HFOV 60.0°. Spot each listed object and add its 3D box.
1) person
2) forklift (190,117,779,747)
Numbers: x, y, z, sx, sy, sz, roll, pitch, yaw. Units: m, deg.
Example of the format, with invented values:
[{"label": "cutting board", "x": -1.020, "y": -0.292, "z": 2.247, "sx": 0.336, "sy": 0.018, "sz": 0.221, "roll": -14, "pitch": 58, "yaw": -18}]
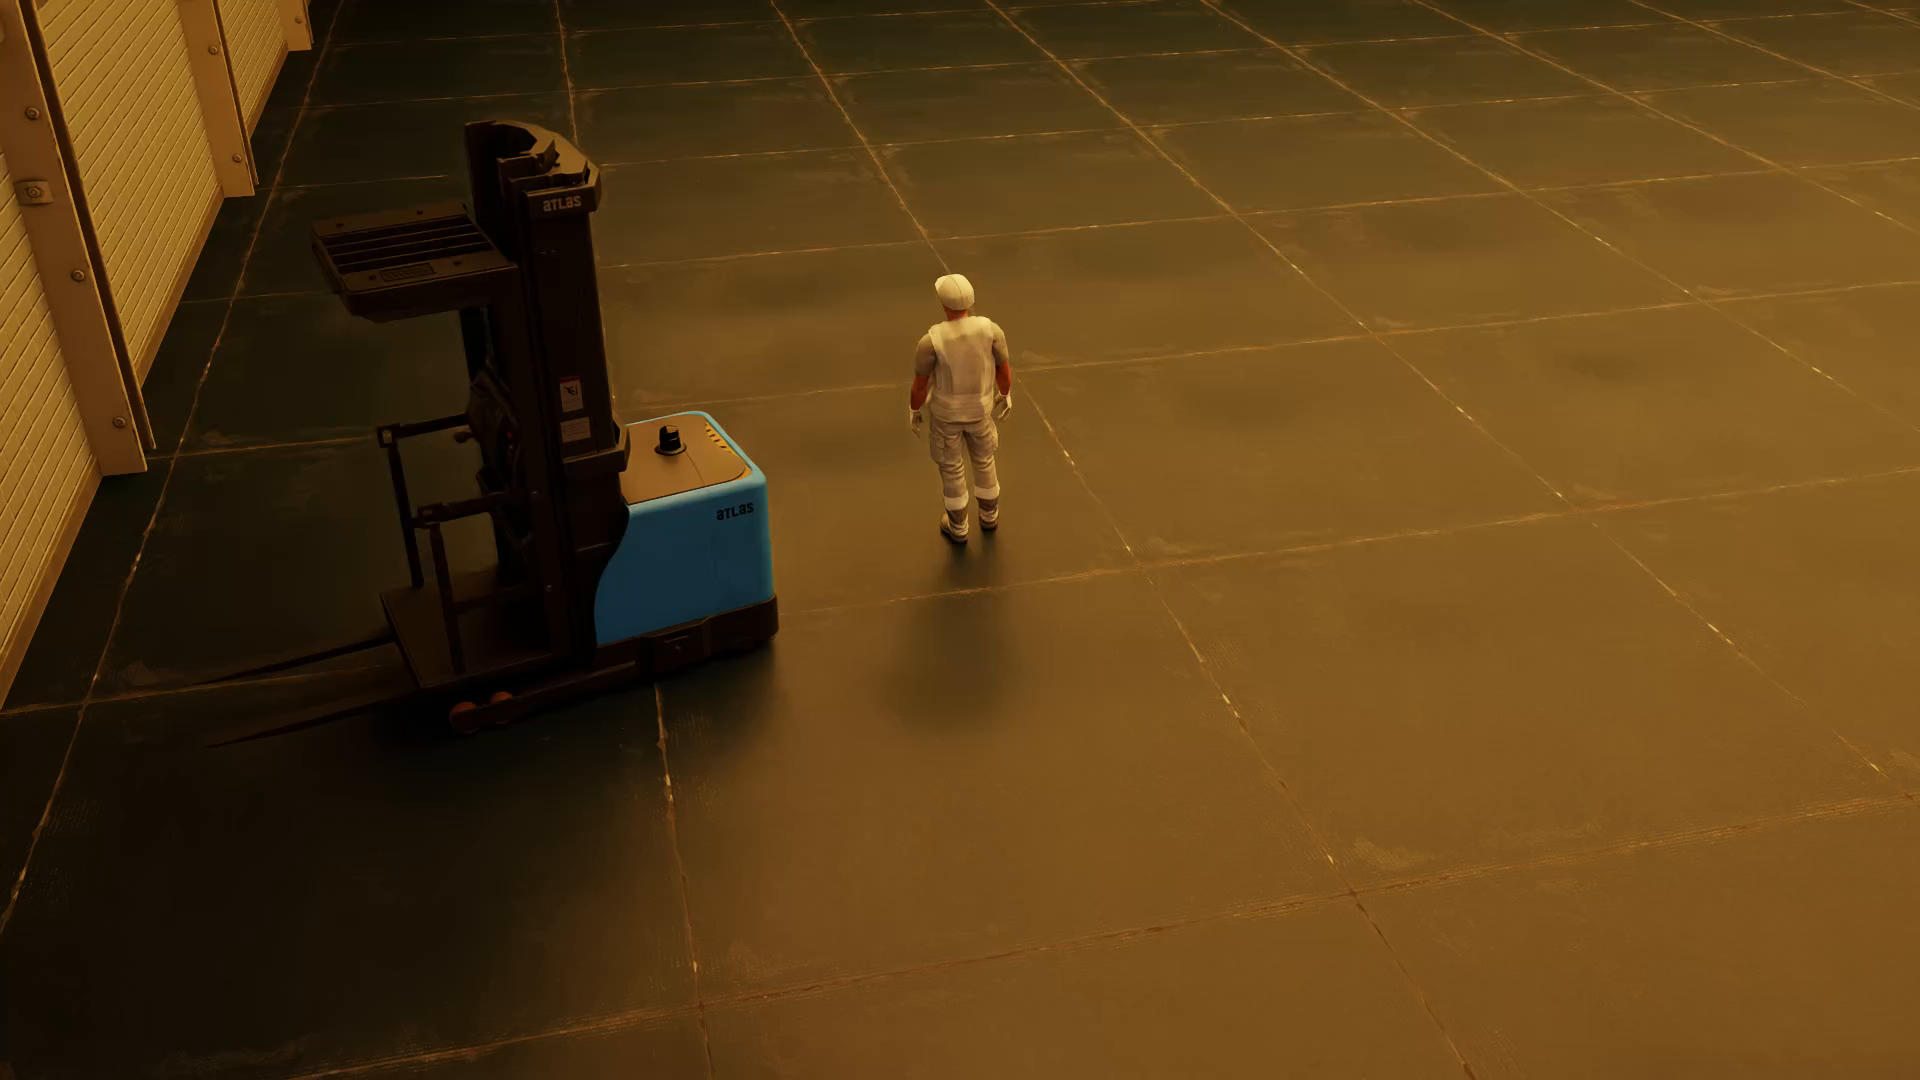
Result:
[{"label": "person", "x": -0.009, "y": -0.821, "z": 10.119, "sx": 0.638, "sy": 1.789, "sz": 0.562, "roll": -7, "pitch": 31, "yaw": -12}, {"label": "forklift", "x": -2.580, "y": -0.552, "z": 8.528, "sx": 3.031, "sy": 2.935, "sz": 1.130, "roll": -15, "pitch": 33, "yaw": -24}]
